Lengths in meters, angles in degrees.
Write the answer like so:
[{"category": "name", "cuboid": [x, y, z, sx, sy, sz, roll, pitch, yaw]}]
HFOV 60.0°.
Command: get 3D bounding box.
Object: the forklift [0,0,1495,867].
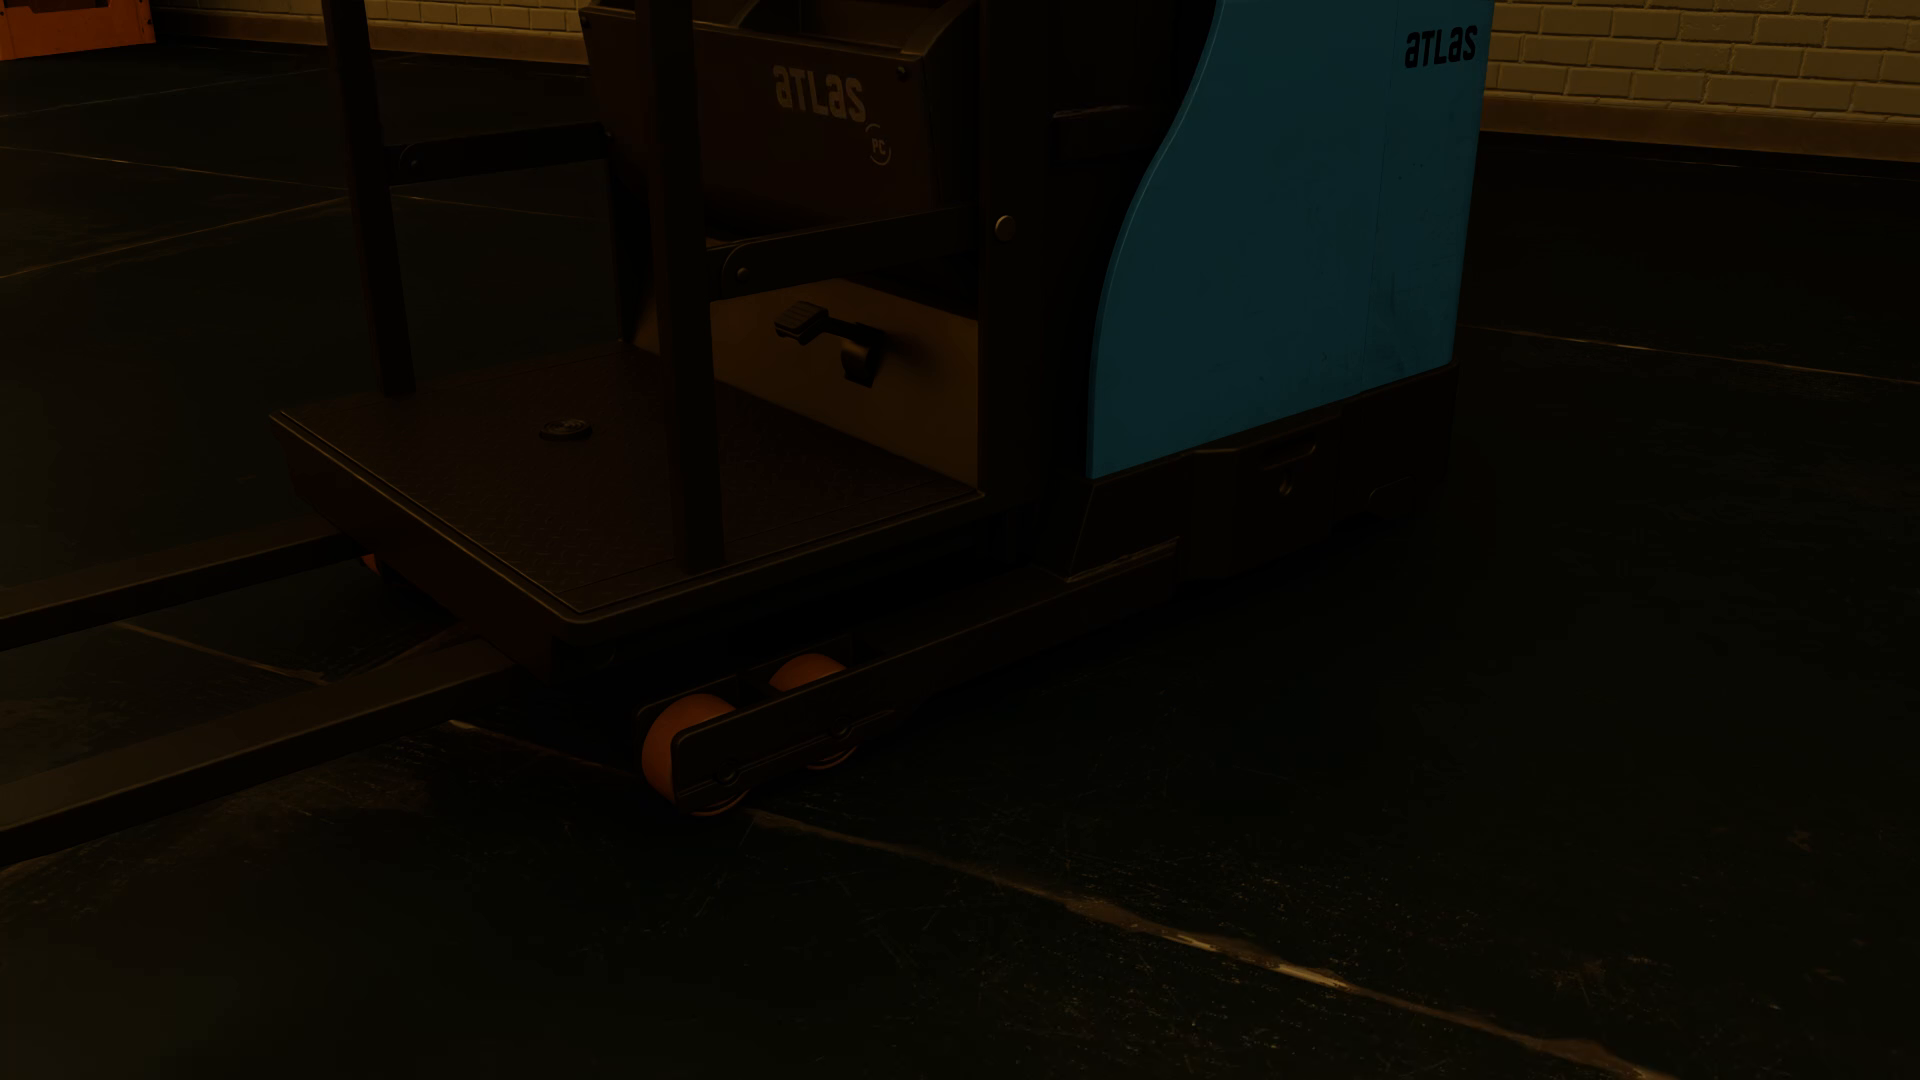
[{"category": "forklift", "cuboid": [-0.465, -1.196, 2.293, 3.031, 2.935, 1.130, -18, 29, -37]}]
